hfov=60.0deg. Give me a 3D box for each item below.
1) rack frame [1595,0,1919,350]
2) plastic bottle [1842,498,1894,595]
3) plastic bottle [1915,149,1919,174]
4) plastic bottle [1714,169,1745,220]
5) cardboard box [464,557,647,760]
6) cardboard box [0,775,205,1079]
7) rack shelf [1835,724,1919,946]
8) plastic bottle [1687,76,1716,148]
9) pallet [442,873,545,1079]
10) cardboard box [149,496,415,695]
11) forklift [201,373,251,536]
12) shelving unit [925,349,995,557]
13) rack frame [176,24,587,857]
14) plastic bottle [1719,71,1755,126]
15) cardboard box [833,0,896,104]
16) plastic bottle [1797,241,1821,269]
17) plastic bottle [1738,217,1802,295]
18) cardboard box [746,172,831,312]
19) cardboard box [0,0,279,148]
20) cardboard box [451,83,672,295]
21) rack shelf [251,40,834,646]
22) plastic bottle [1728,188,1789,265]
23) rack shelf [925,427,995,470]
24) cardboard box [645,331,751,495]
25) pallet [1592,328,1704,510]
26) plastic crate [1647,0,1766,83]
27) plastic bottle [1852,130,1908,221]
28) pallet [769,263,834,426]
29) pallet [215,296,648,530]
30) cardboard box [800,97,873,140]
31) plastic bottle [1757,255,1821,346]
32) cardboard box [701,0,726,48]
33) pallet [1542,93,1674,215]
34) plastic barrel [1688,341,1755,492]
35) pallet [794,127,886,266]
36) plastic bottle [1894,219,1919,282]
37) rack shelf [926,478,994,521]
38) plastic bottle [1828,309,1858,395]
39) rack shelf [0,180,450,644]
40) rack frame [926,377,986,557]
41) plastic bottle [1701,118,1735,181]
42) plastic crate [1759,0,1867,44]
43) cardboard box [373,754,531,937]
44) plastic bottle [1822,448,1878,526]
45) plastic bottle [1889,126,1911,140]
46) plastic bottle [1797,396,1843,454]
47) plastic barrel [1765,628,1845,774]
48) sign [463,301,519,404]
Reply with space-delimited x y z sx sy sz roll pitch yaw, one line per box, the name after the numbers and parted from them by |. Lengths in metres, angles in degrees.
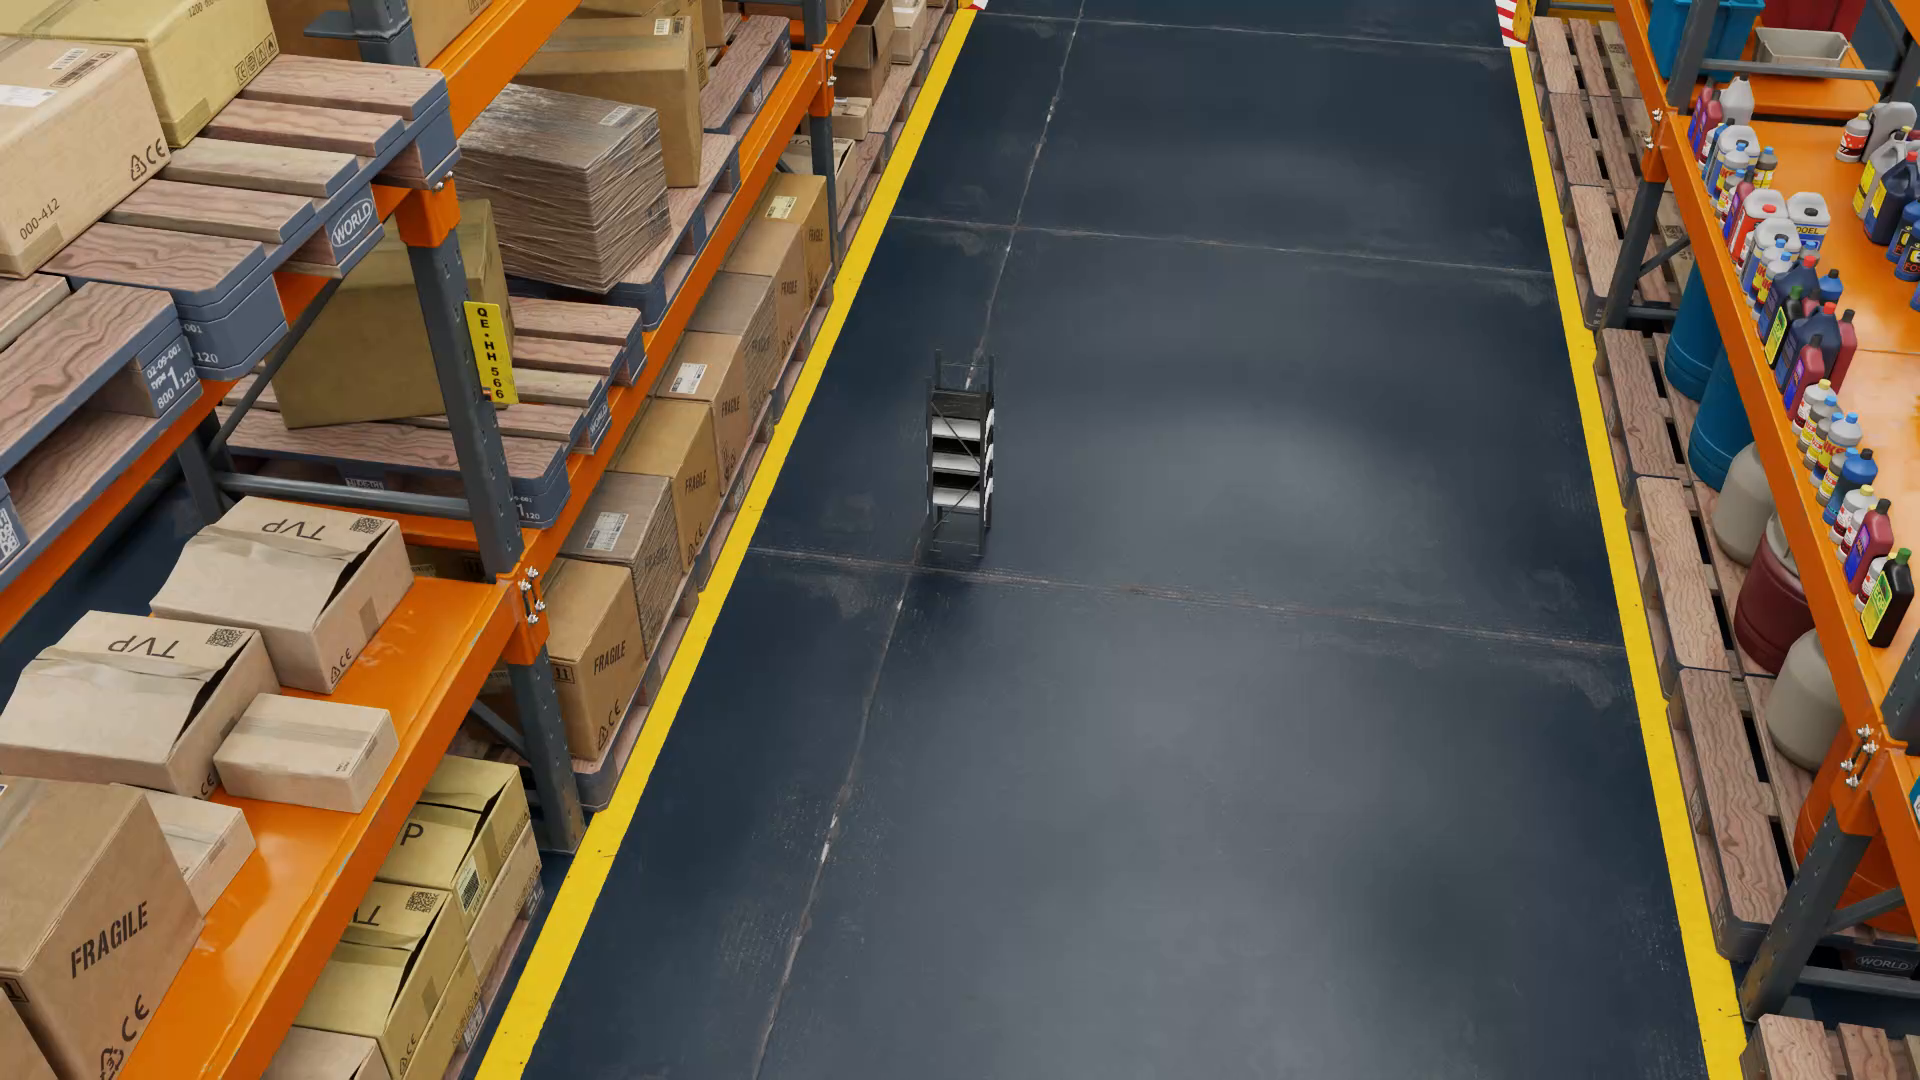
3.724 -2.091 7.425 1.000 3.000 0.127 6 40 8 | rack frame
2.722 0.019 4.965 0.061 0.283 0.133 6 40 8 | plastic bottle
3.887 -1.459 6.699 0.144 0.351 0.185 6 40 8 | plastic bottle
3.142 -1.405 6.752 0.097 0.201 0.097 0 40 0 | plastic bottle
-1.486 0.411 6.016 0.500 0.500 0.500 8 40 10 | cardboard box
-2.120 0.887 3.744 0.500 0.500 0.500 4 40 5 | cardboard box
2.686 1.952 3.100 1.077 0.370 4.000 6 40 8 | rack shelf
3.241 -1.863 7.241 0.061 0.283 0.133 6 40 8 | plastic bottle
-2.027 1.458 5.321 1.003 0.211 1.213 6 40 8 | pallet
-1.952 0.129 4.810 0.500 0.311 0.500 9 40 10 | cardboard box
-3.120 -1.906 7.255 1.130 2.935 3.031 7 40 9 | forklift
0.001 -0.352 6.969 0.258 0.900 0.210 6 40 8 | shelving unit
-1.846 -0.129 5.052 1.000 3.000 0.127 6 40 8 | rack frame
3.337 -1.861 7.186 0.144 0.351 0.185 6 40 8 | plastic bottle
-0.834 -3.026 10.170 0.797 0.503 0.637 6 40 8 | cardboard box
3.195 -1.037 6.306 0.097 0.201 0.097 0 40 0 | plastic bottle
3.068 -1.068 6.285 0.152 0.276 0.135 6 40 8 | plastic bottle
-0.957 -1.504 8.332 0.500 0.500 0.500 6 40 7 | cardboard box
-1.869 -1.098 3.658 0.500 0.250 0.500 4 40 4 | cardboard box
-1.502 -1.290 6.048 0.700 0.500 0.500 14 42 16 | cardboard box
-1.500 -1.107 6.799 1.077 0.370 4.000 6 40 8 | rack shelf
3.109 -1.213 6.461 0.152 0.276 0.135 6 40 8 | plastic bottle
0.001 -0.396 6.933 0.258 0.077 0.200 6 40 8 | rack shelf
-1.224 -0.561 7.191 0.500 0.500 0.500 5 40 6 | cardboard box
3.550 -0.536 7.733 1.003 0.211 1.213 6 40 8 | pallet
3.469 -2.438 7.811 0.392 0.384 0.575 6 40 8 | plastic crate
3.745 -1.475 6.718 0.144 0.351 0.185 6 40 8 | plastic bottle
-1.257 -1.050 8.354 1.003 0.211 1.213 6 40 8 | pallet
-1.798 -0.488 5.637 1.213 0.211 1.003 6 40 8 | pallet
-0.728 -2.500 9.799 0.380 0.166 0.250 6 40 8 | cardboard box
3.003 -0.875 5.993 0.144 0.351 0.185 6 40 8 | plastic bottle
-1.456 -2.567 7.593 0.700 0.500 0.500 -6 40 -7 | cardboard box
4.022 -2.250 9.805 1.003 0.211 1.213 6 40 8 | pallet
3.491 -0.660 7.011 0.600 0.901 0.708 6 40 8 | plastic barrel
-1.034 -1.995 9.498 1.003 0.211 1.213 6 40 8 | pallet
3.674 -1.130 6.364 0.097 0.271 0.097 0 40 0 | plastic bottle
0.001 -0.188 7.105 0.258 0.077 0.200 6 40 8 | rack shelf
3.054 -0.654 5.778 0.061 0.283 0.133 6 40 8 | plastic bottle
-2.192 0.247 2.807 1.077 0.370 4.000 6 40 8 | rack shelf
-0.016 -0.288 6.892 0.240 0.900 0.006 6 40 8 | rack frame
3.199 -1.639 6.979 0.097 0.271 0.097 0 40 0 | plastic bottle
4.126 -2.671 8.030 0.402 0.464 0.583 6 40 8 | plastic crate
-1.694 0.909 5.185 0.500 0.311 0.500 7 40 9 | cardboard box
2.793 -0.169 5.202 0.097 0.271 0.097 0 40 0 | plastic bottle
3.981 -1.655 7.054 0.097 0.201 0.097 0 40 0 | plastic bottle
2.861 -0.387 5.519 0.097 0.201 0.097 0 40 0 | plastic bottle
3.110 0.543 5.862 0.421 0.512 0.421 0 40 0 | plastic barrel
-1.299 -0.516 4.612 0.100 0.325 0.005 6 40 8 | sign
